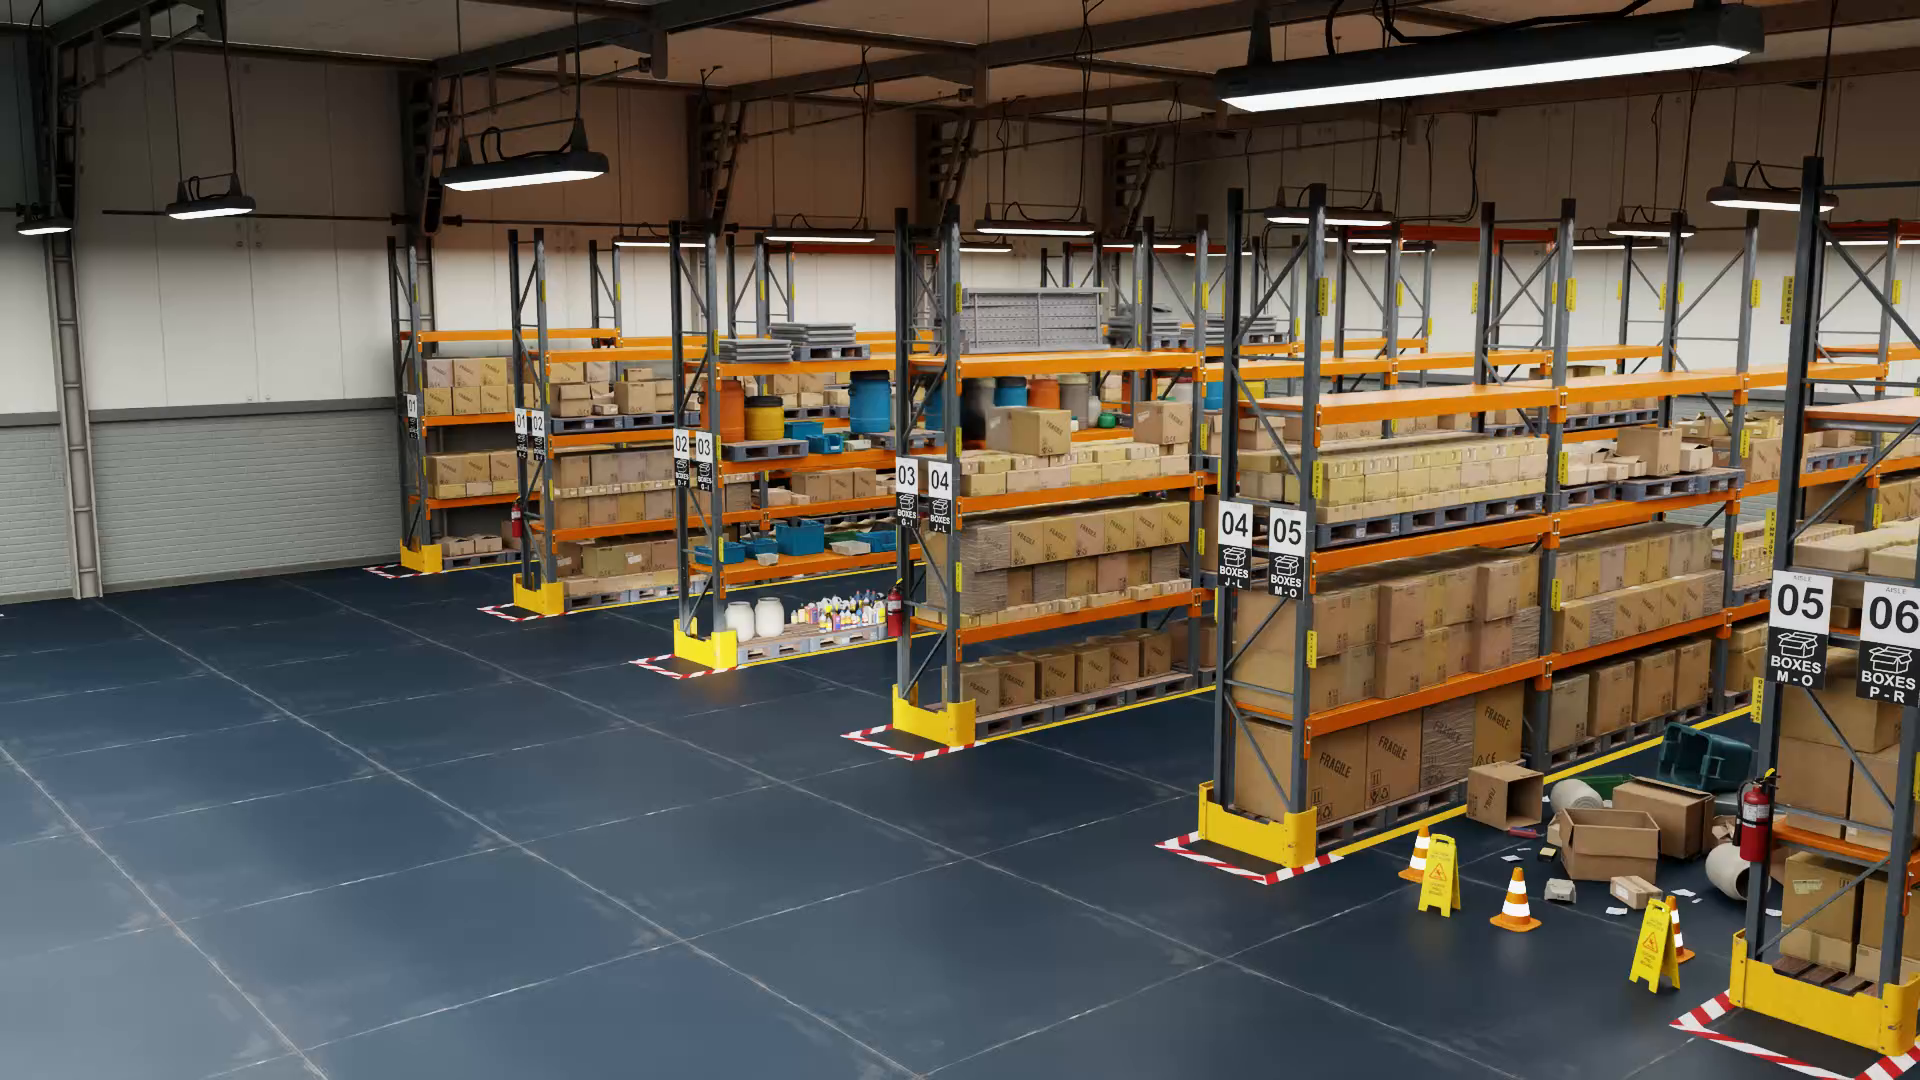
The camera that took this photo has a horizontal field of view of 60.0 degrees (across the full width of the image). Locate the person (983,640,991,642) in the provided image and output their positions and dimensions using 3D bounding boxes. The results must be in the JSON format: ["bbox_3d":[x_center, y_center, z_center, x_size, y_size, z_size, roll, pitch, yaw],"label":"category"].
[{"bbox_3d":[0.414,0.574,22.772,0.632,1.658,0.621,8,12,43],"label":"person"}]

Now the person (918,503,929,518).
[{"bbox_3d":[-0.456,-0.221,28.232,0.665,1.586,0.593,-8,12,-44],"label":"person"}]
